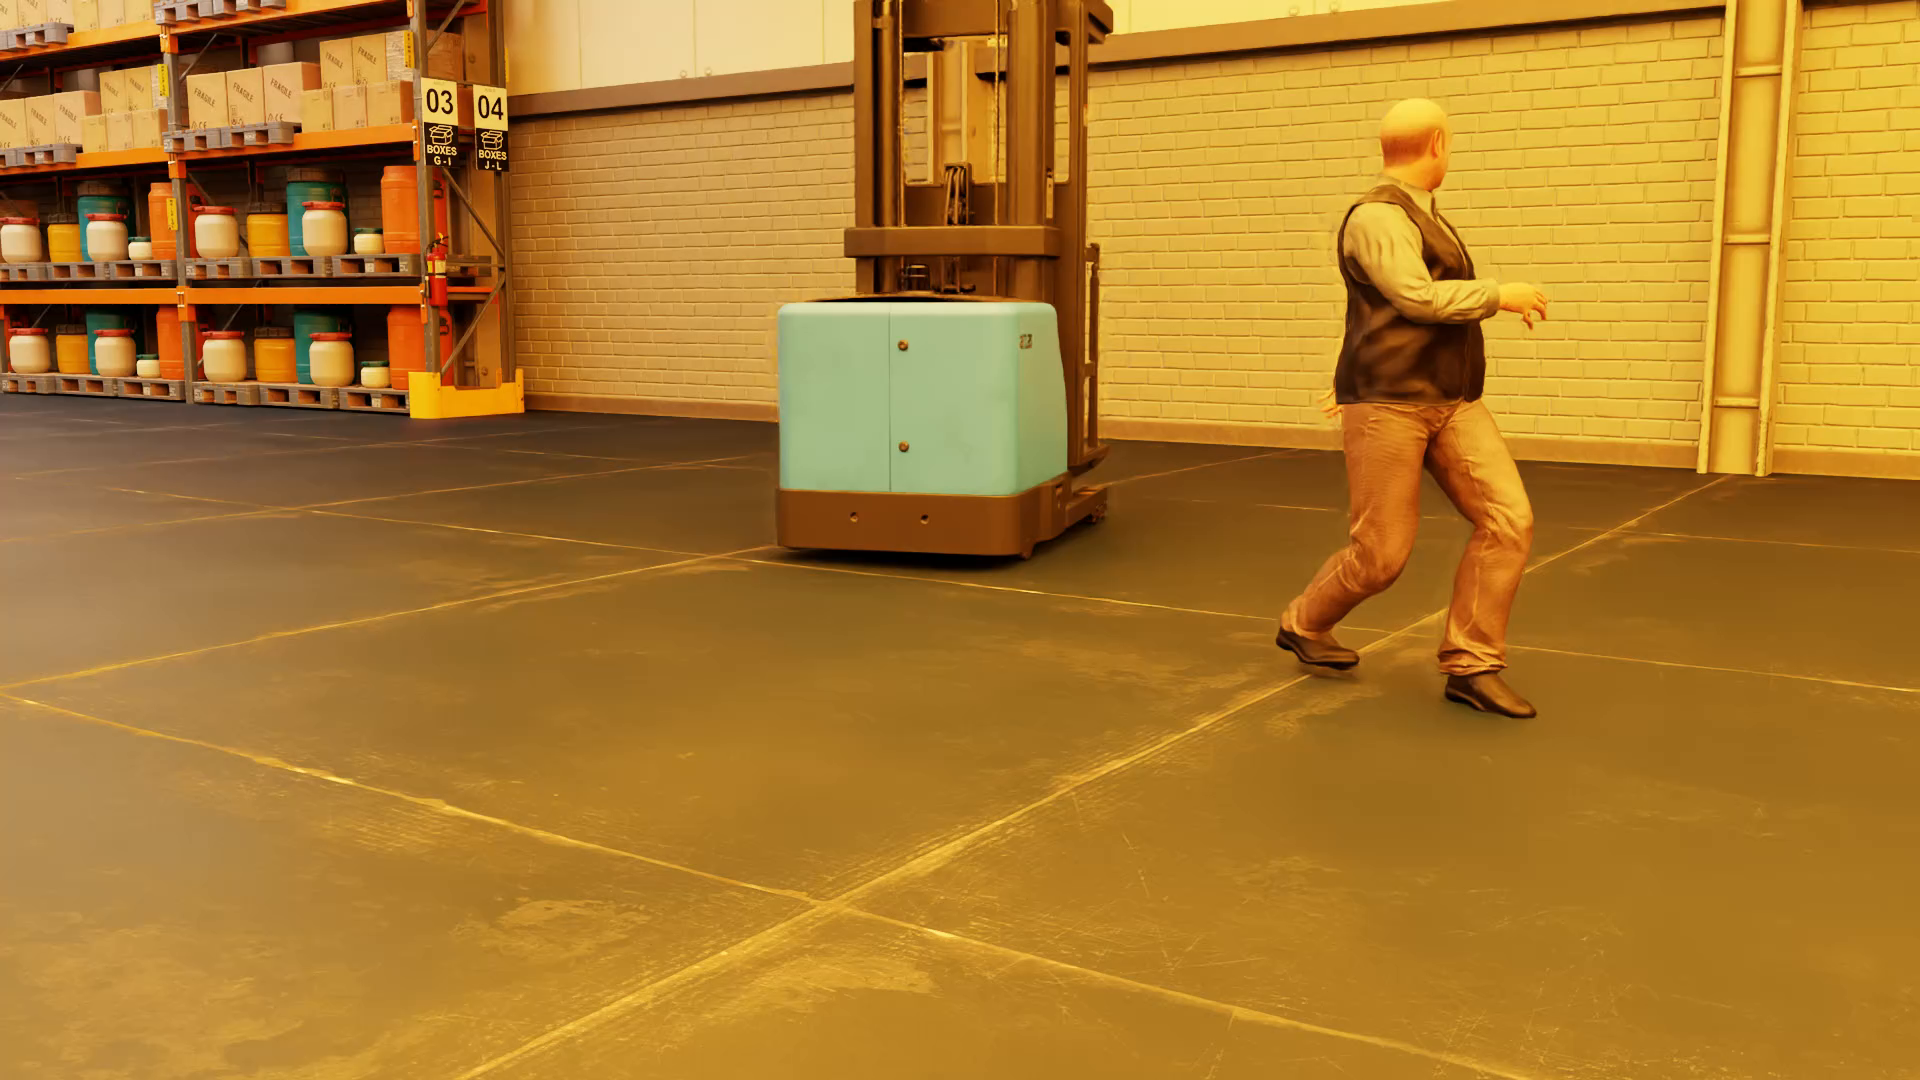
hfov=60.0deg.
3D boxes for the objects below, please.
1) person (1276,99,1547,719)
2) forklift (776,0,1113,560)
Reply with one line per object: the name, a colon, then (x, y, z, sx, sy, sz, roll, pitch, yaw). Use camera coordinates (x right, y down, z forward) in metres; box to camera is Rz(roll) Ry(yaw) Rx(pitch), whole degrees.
person: (1.250, -0.380, 4.595, 0.560, 1.640, 0.902, -7, 11, -40)
forklift: (0.115, -1.538, 8.010, 1.130, 2.935, 3.031, 2, 8, 15)
